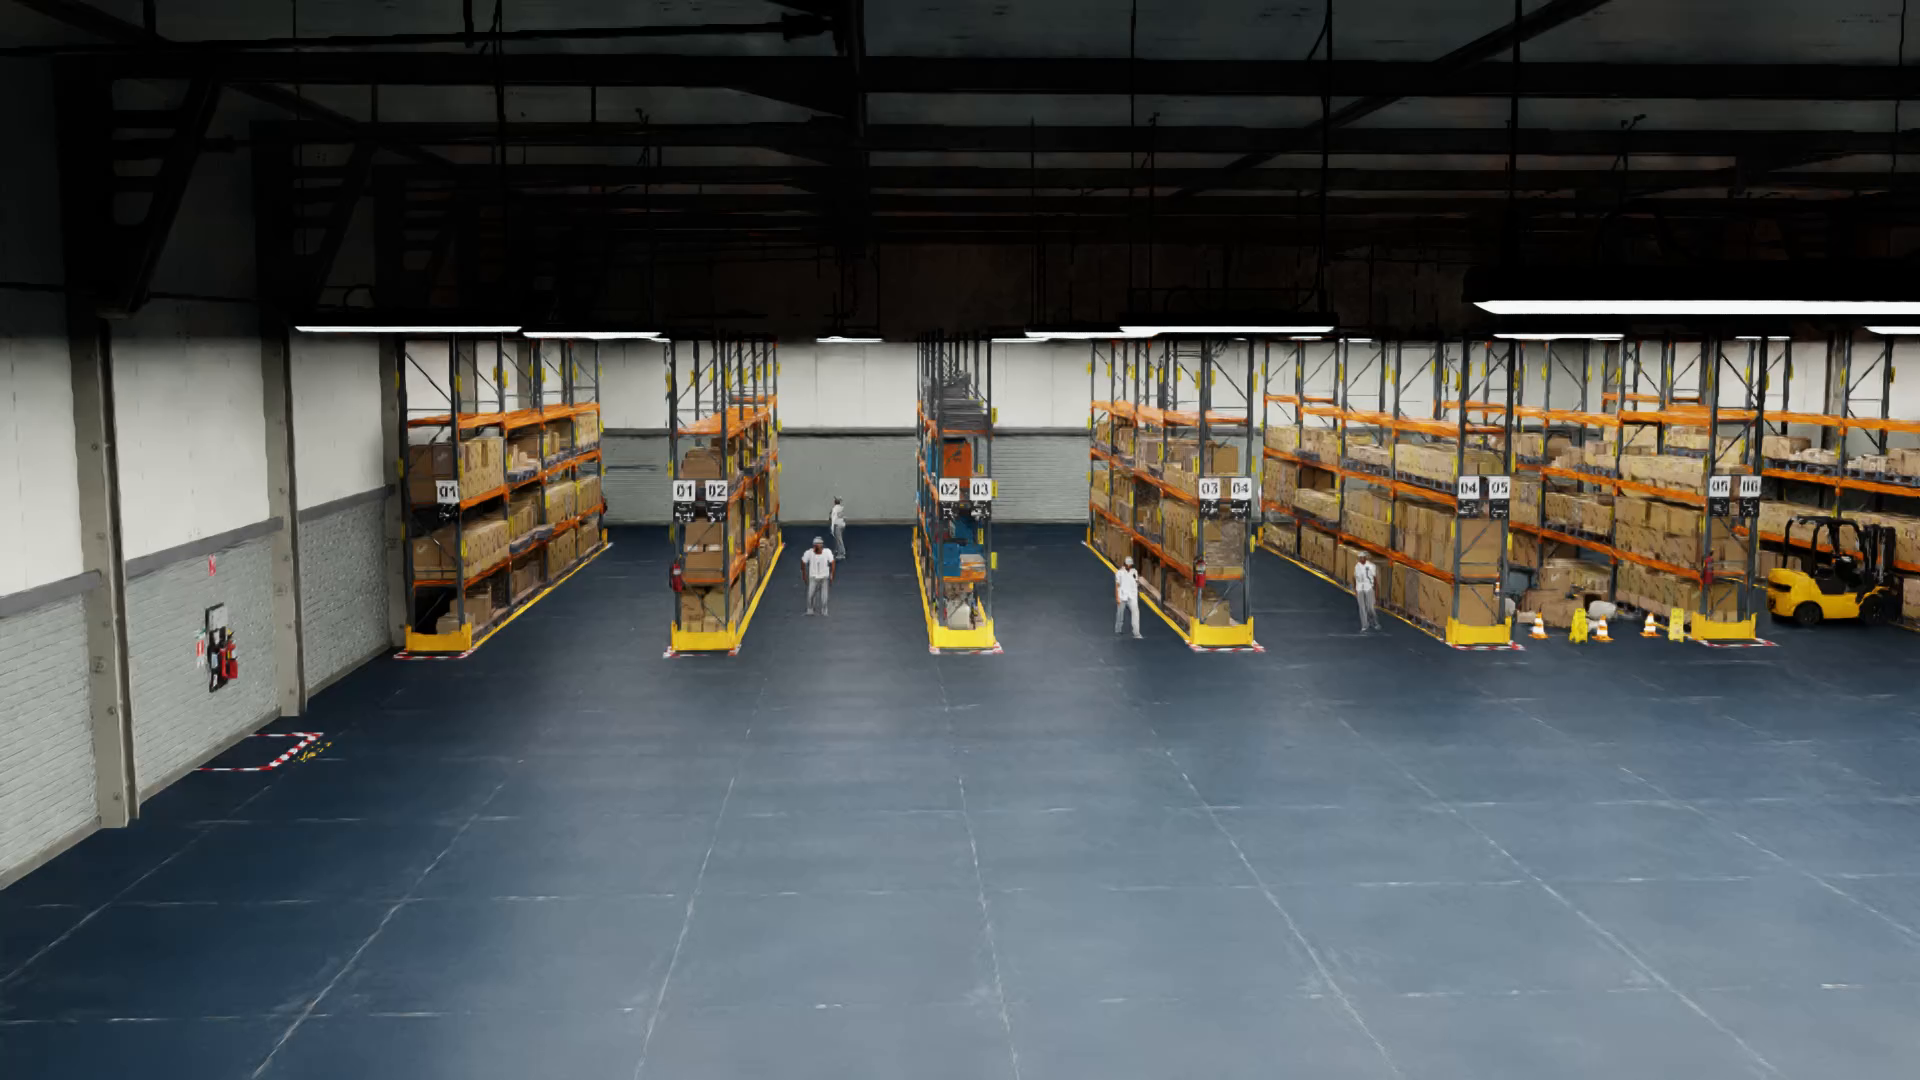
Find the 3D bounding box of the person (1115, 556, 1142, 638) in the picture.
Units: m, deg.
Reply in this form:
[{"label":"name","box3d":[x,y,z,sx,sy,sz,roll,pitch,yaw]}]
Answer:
[{"label":"person","box3d":[3.270,1.091,32.549,0.496,1.580,1.090,-1,7,-4]}]

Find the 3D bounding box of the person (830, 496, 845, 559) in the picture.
[{"label":"person","box3d":[-3.275,-0.342,44.352,0.550,1.663,0.585,2,7,20]}]

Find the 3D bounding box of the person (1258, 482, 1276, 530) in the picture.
[{"label":"person","box3d":[9.147,-0.983,49.497,0.595,1.773,0.576,4,8,32]}]

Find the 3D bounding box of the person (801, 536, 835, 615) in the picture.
[{"label":"person","box3d":[-2.986,0.760,34.999,0.719,1.714,0.572,-1,7,-4]}]

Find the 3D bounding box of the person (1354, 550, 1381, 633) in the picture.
[{"label":"person","box3d":[8.110,1.006,33.082,0.524,1.670,0.528,5,8,35]}]
